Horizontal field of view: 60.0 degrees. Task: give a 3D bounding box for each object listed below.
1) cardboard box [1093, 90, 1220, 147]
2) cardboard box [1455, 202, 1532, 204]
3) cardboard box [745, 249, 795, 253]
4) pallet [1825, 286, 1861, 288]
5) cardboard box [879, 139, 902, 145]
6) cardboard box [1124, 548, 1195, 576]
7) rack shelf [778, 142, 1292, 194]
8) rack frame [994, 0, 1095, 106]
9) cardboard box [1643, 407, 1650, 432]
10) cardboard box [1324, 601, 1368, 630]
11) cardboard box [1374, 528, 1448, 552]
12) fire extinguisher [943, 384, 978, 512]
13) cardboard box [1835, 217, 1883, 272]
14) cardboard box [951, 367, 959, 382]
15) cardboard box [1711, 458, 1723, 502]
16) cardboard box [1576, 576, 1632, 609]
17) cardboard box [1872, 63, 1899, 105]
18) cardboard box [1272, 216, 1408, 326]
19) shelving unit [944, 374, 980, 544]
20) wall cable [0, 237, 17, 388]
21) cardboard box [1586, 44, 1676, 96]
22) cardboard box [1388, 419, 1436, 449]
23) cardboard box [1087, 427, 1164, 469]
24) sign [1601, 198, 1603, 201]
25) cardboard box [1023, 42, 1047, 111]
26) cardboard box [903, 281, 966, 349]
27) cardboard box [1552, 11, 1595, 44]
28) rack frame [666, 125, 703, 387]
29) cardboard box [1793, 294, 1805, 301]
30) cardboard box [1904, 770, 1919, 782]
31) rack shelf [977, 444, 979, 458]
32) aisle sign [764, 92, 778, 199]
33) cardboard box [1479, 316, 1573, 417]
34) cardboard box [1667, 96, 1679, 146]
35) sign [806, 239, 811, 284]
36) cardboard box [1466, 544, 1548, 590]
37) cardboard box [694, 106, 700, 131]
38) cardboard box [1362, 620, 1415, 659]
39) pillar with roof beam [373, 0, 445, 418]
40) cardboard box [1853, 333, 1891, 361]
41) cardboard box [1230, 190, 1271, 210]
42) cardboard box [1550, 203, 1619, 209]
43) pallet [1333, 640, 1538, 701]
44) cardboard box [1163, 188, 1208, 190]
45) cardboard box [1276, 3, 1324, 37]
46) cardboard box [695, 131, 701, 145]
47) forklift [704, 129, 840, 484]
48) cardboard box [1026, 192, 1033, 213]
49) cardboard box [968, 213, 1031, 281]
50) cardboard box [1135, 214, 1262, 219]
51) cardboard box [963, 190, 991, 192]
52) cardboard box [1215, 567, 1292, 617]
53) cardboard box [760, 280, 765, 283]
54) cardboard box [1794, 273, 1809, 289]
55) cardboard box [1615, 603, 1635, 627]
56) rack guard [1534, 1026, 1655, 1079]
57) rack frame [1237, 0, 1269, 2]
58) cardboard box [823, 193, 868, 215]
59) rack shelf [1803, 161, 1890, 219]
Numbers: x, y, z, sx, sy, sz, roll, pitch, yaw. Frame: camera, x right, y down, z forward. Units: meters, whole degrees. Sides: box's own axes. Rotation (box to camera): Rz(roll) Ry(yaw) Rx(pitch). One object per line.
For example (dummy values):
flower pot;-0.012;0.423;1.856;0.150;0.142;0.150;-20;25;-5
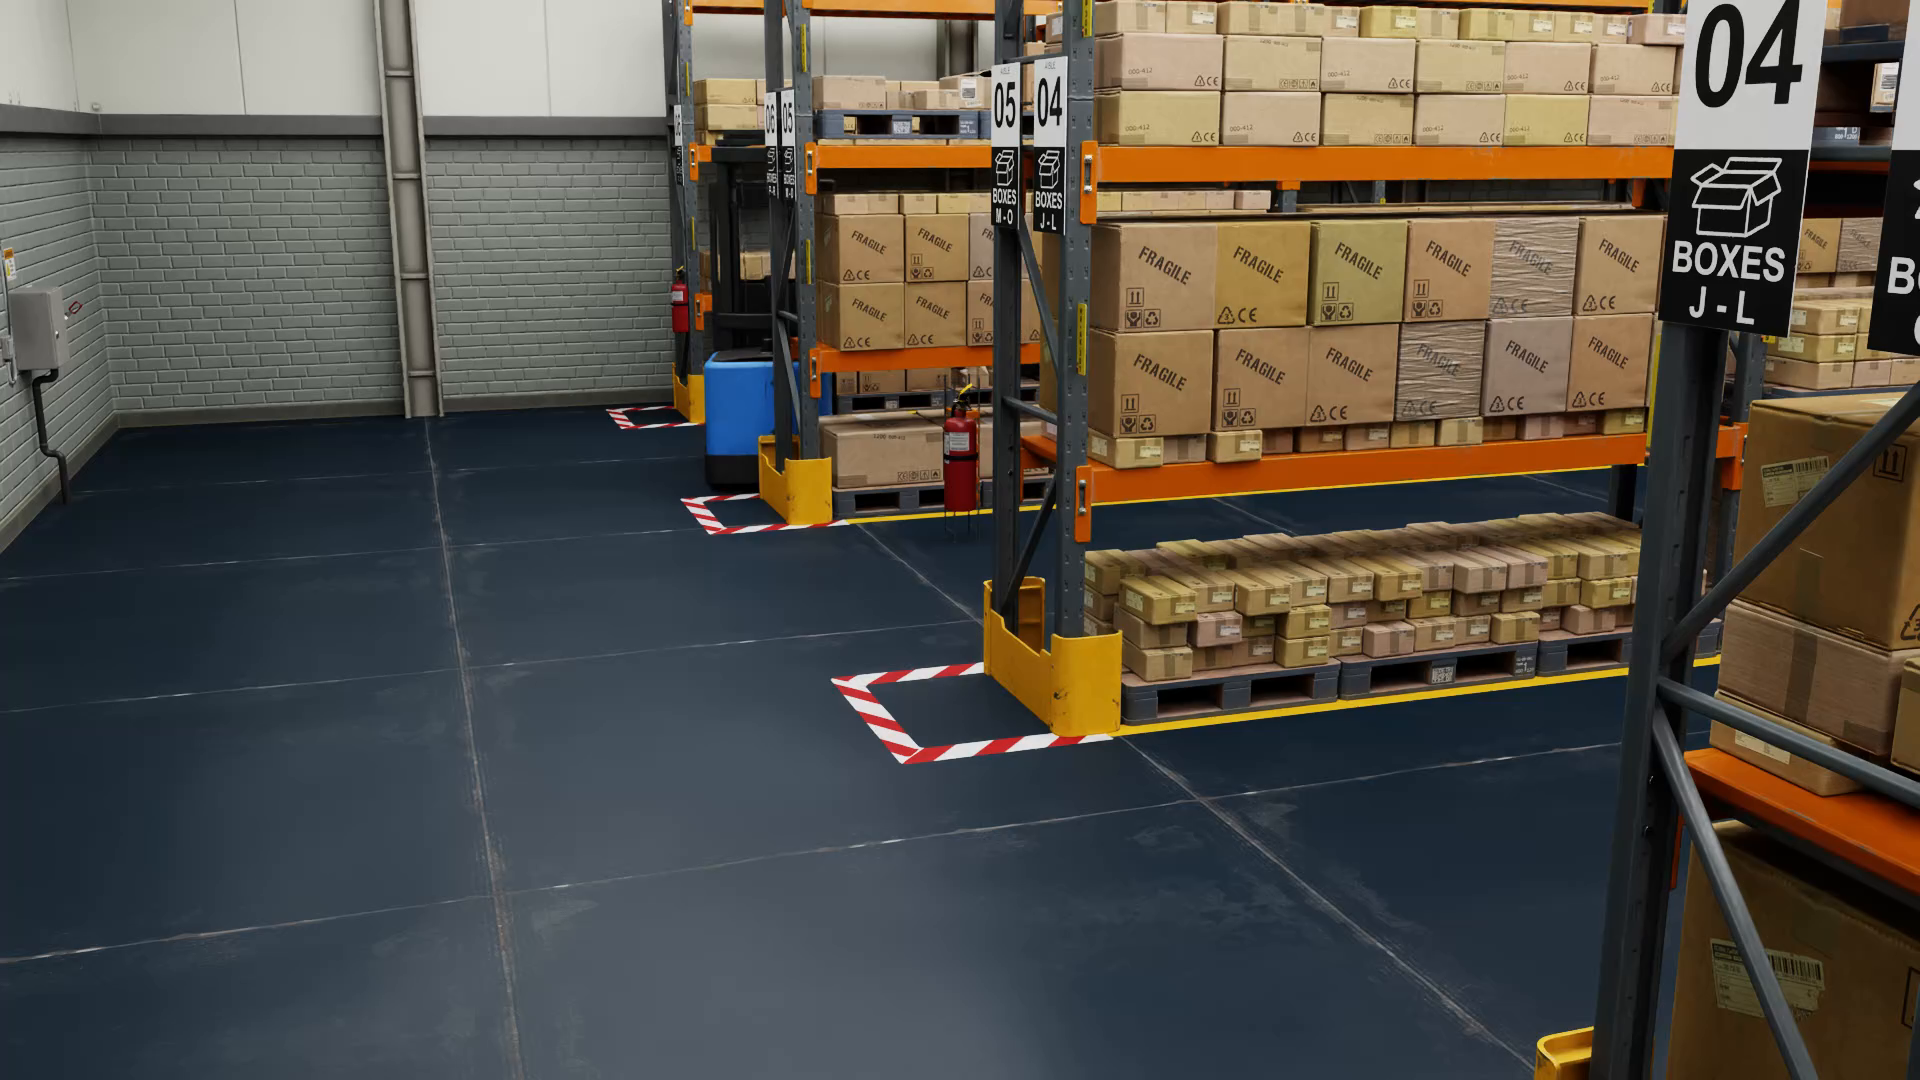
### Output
cardboard box;0.895;-1.992;7.876;0.500;0.250;0.500;-4;14;-16
cardboard box;4.788;-2.776;14.954;0.500;0.500;0.500;-4;14;-16
cardboard box;-2.032;-2.997;17.940;0.500;0.250;0.500;-4;14;-18
pallet;8.159;-2.359;15.992;1.213;0.211;1.003;-4;14;-18
cardboard box;-0.778;-4.216;17.445;0.250;0.149;0.380;-4;14;-17
cardboard box;1.066;0.164;8.938;0.250;0.149;0.380;-4;14;-17
rack shelf;0.609;-2.964;13.192;4.000;0.370;1.077;-4;14;-18
rack frame;0.388;-3.547;7.608;0.127;3.000;1.000;-4;14;-18
cardboard box;3.774;-0.686;9.088;0.250;0.149;0.380;-5;14;-20
cardboard box;1.947;0.346;8.815;0.250;0.149;0.380;-5;14;-21
cardboard box;2.544;0.050;9.419;0.250;0.149;0.380;-5;14;-20
fire extinguisher;0.002;-0.492;8.702;0.183;0.674;0.296;-4;14;-18
cardboard box;8.266;-2.793;15.636;0.500;0.500;0.500;-5;14;-20
cardboard box;-0.194;-1.879;18.812;0.250;0.149;0.380;-5;14;-19
cardboard box;4.805;-0.387;10.162;0.500;0.250;0.500;-5;14;-20
cardboard box;3.481;0.254;9.205;0.250;0.149;0.380;-5;14;-20
cardboard box;5.080;-2.563;9.238;0.500;0.311;0.500;-5;14;-19
cardboard box;1.875;-1.355;8.339;0.500;0.500;0.500;-5;14;-19
shelving unit;0.014;-0.585;12.008;0.189;1.200;0.258;-4;14;-18
wall cable;-7.086;-2.090;12.251;0.122;1.984;0.588;-4;14;-18
cardboard box;3.326;-2.427;8.628;0.500;0.250;0.500;-5;14;-20
cardboard box;2.262;-0.585;8.661;0.250;0.149;0.380;-4;14;-16
cardboard box;0.800;-0.458;8.130;0.250;0.149;0.380;-5;14;-19
sign;8.322;-4.262;21.536;0.005;0.325;0.100;-4;14;-18
cardboard box;0.672;-3.583;12.904;0.500;0.500;0.500;-4;14;-17
cardboard box;-0.269;-1.771;12.891;0.500;0.500;0.500;-5;14;-19
cardboard box;2.985;-2.585;8.430;0.250;0.149;0.380;-5;14;-20
rack frame;-2.873;-2.795;17.411;0.127;3.000;1.000;-4;14;-18
cardboard box;4.752;-1.388;9.844;0.250;0.149;0.380;-5;14;-20
cardboard box;2.353;0.471;4.223;0.250;0.149;0.380;-4;14;-17
rack shelf;0.014;-0.658;11.991;0.180;0.103;0.258;-4;14;-18
aisle sign;-1.453;-3.034;12.798;0.004;0.787;0.394;-4;14;-18
cardboard box;2.847;-0.945;8.774;0.500;0.500;0.500;-5;14;-18
cardboard box;3.800;-2.214;8.813;0.500;0.250;0.500;-4;14;-17
sign;-1.115;-2.044;12.213;0.005;0.325;0.100;-4;14;-18
cardboard box;2.964;0.143;9.028;0.250;0.149;0.380;-5;14;-21
cardboard box;-2.538;-4.419;17.436;0.500;0.250;0.500;-5;14;-19
cardboard box;2.195;0.495;8.834;0.250;0.149;0.380;-5;14;-21
pillar with roof beam;-4.343;-4.768;12.742;0.400;9.000;9.100;-4;14;-18
cardboard box;4.944;-1.098;9.270;0.250;0.149;0.380;-5;14;-19
cardboard box;2.315;-2.760;13.485;0.250;0.149;0.380;-5;14;-19
cardboard box;5.406;-2.697;14.622;0.500;0.500;0.500;-4;14;-17
pallet;2.396;0.581;9.243;1.213;0.211;1.003;-4;14;-18
cardboard box;1.885;-2.864;13.921;0.250;0.149;0.380;-4;14;-17
cardboard box;1.526;-2.463;7.914;0.250;0.149;0.380;-4;14;-17
cardboard box;-2.643;-4.206;17.406;0.250;0.149;0.380;-4;14;-17
forklift;-1.656;-2.177;14.960;1.130;2.935;3.031;-1;13;-2
cardboard box;0.622;-2.628;12.930;0.250;0.149;0.380;-5;14;-19
cardboard box;0.232;-2.294;12.928;0.500;0.500;0.500;-5;14;-18
cardboard box;1.223;-1.434;8.669;0.500;0.500;0.500;-5;14;-20
cardboard box;0.182;-2.734;13.376;0.250;0.149;0.380;-4;14;-17
cardboard box;1.496;0.263;8.521;0.250;0.149;0.380;-4;14;-18
cardboard box;-2.010;-2.693;17.524;0.250;0.149;0.380;-5;14;-19
cardboard box;7.687;-2.437;15.540;0.250;0.149;0.380;-4;14;-15
cardboard box;3.643;0.363;9.386;0.250;0.149;0.380;-4;14;-16
rack guard;1.852;1.685;3.980;0.348;0.500;1.175;-4;14;-18
rack frame;2.505;-4.920;13.382;0.127;3.000;1.000;-4;14;-18
cardboard box;-0.861;-2.523;12.488;0.250;0.149;0.380;-4;14;-17
rack shelf;3.770;-0.790;4.055;4.000;0.370;1.077;-4;14;-18
